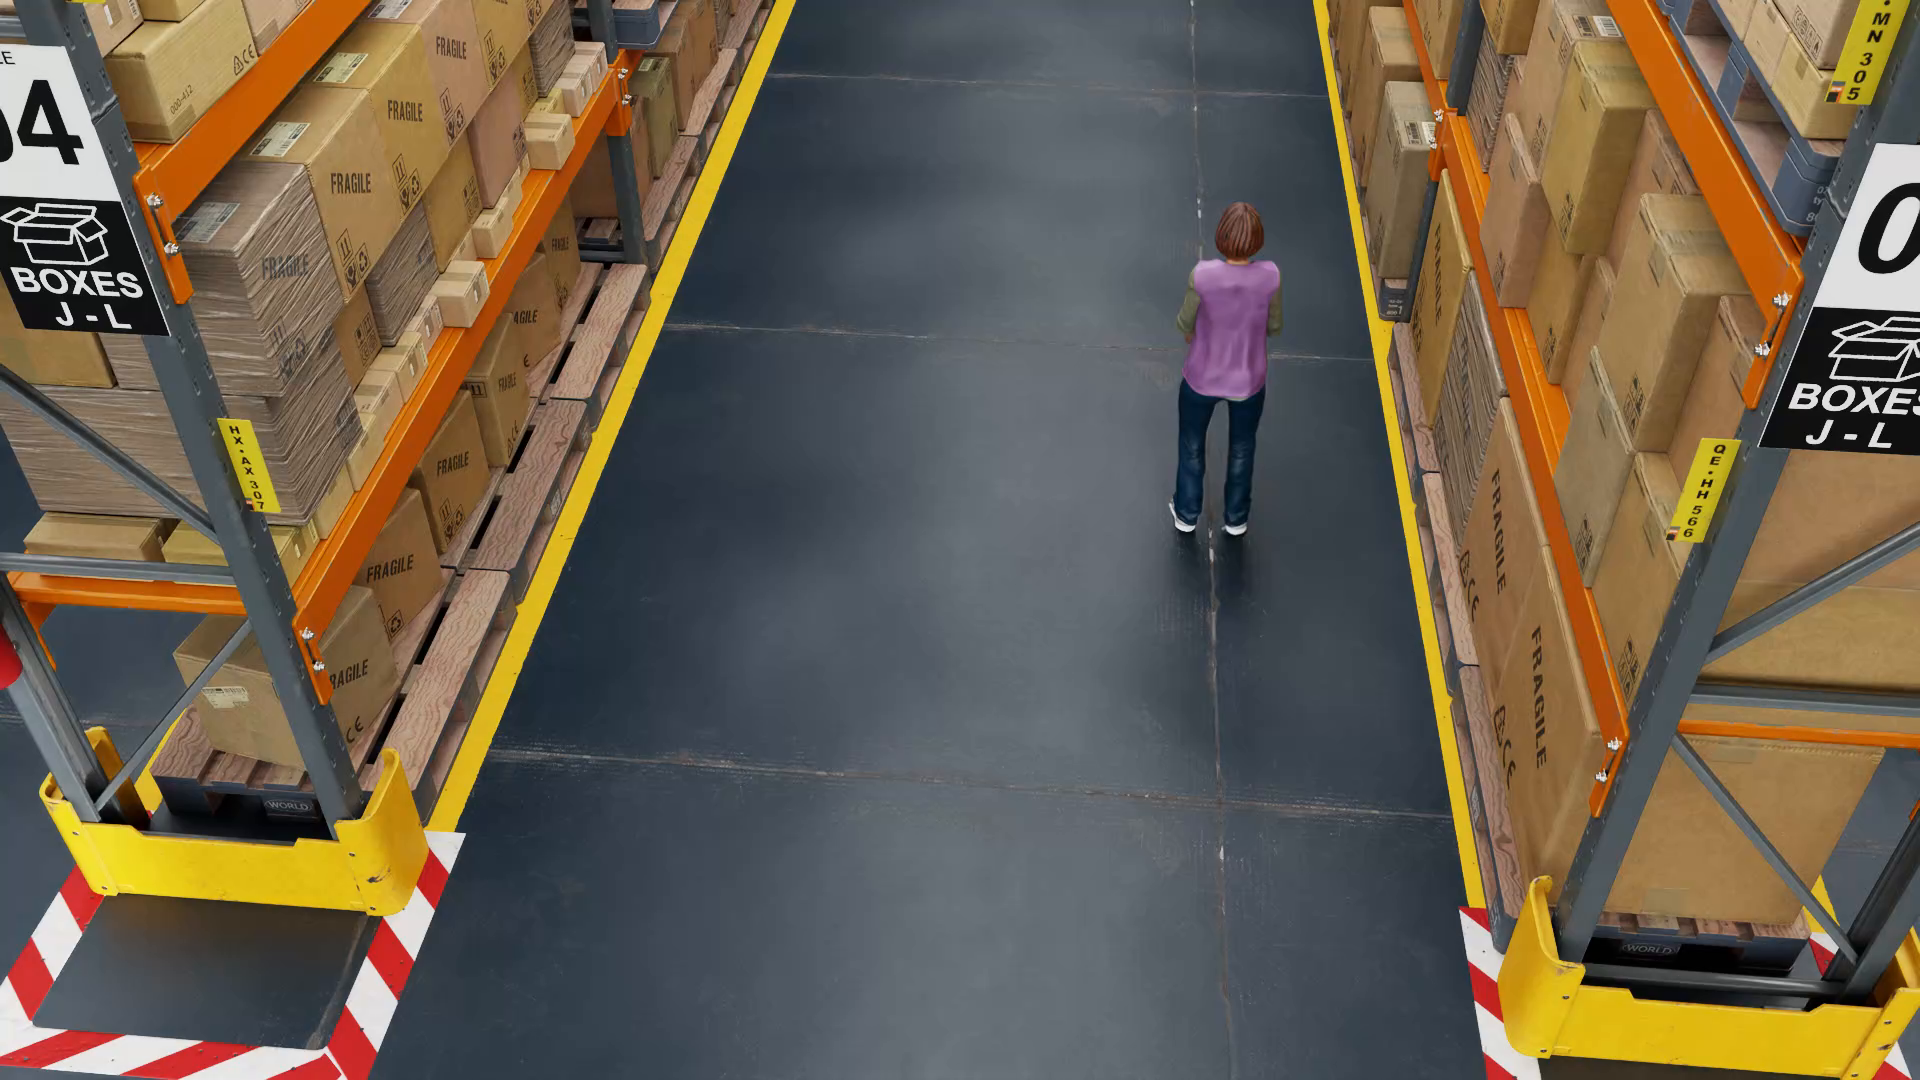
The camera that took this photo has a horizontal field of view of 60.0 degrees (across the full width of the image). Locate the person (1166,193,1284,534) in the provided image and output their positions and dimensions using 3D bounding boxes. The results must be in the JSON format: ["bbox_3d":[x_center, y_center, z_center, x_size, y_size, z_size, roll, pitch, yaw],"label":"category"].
[{"bbox_3d":[1.097,-0.693,6.975,0.471,1.591,0.350,3,41,3],"label":"person"}]
